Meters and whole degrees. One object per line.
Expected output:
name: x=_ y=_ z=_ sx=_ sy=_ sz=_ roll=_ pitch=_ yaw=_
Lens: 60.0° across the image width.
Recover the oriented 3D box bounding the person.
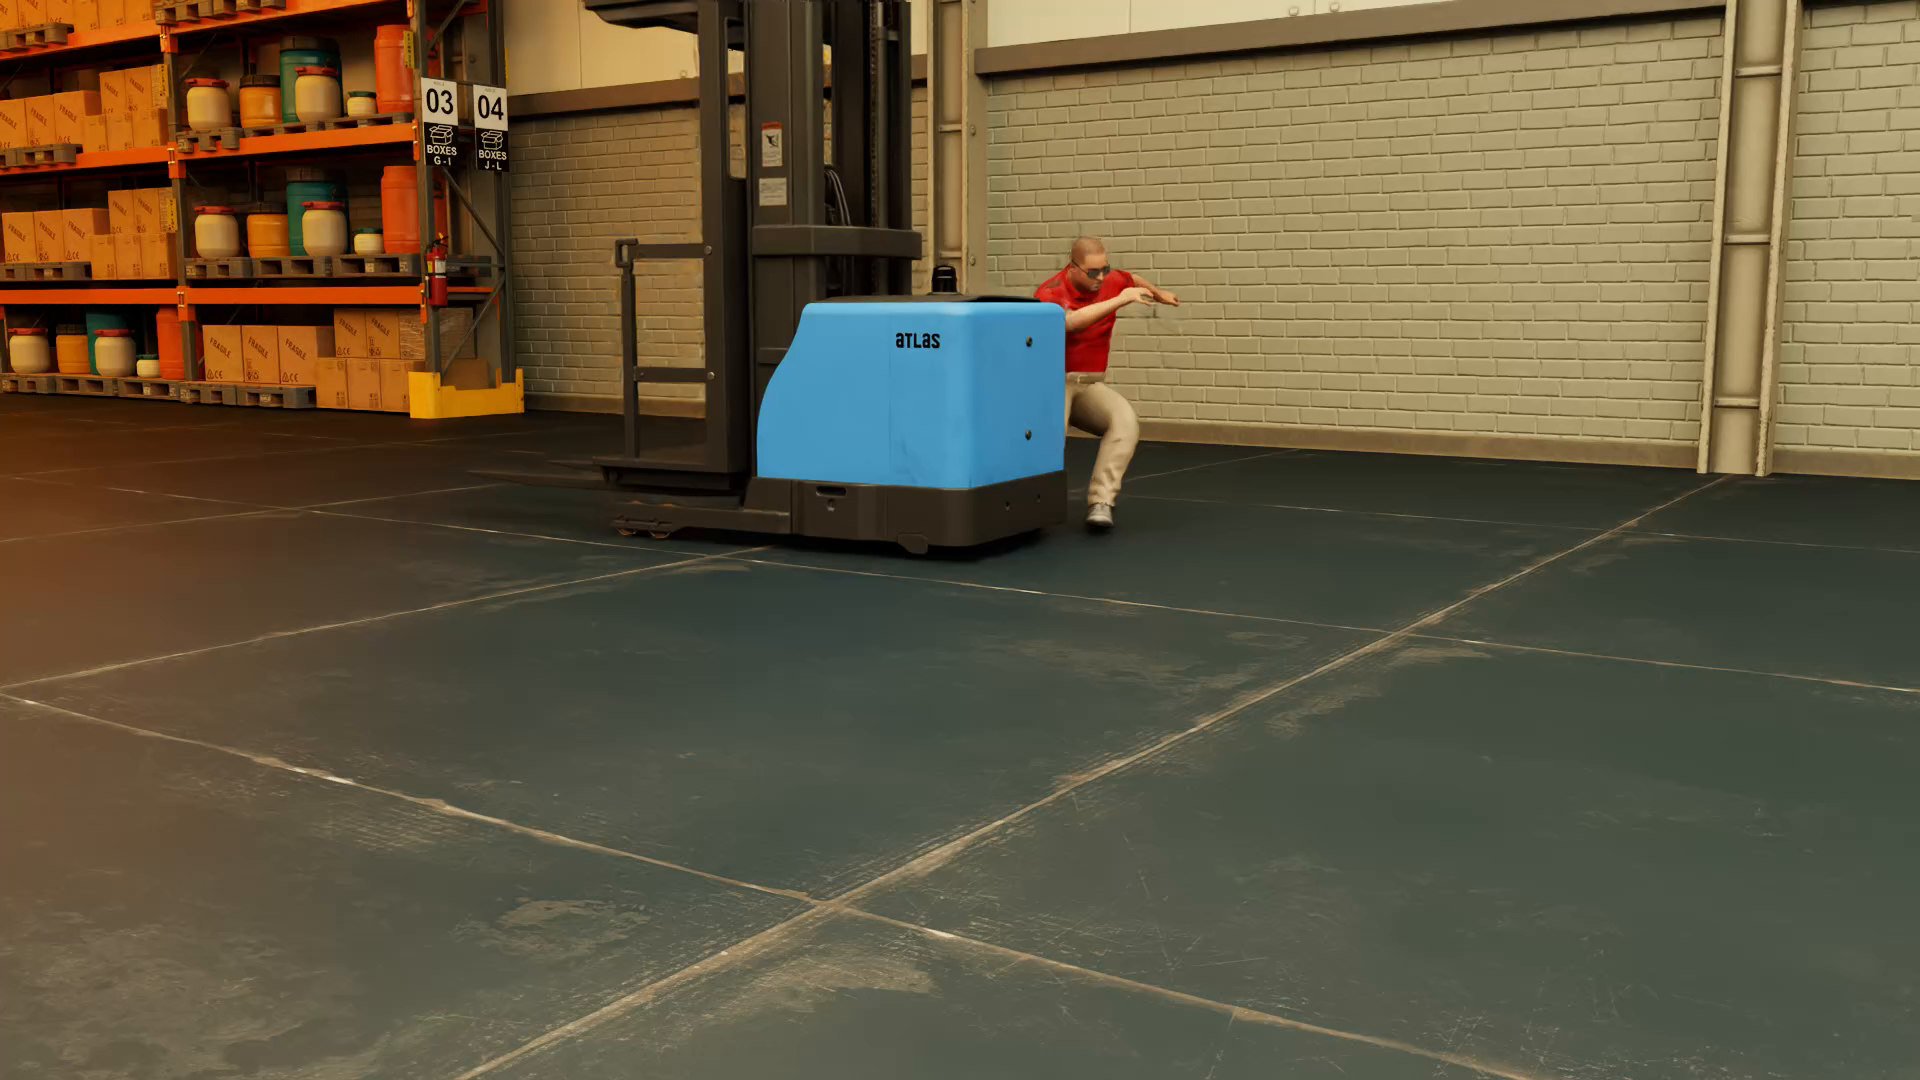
person: x=0.749 y=-0.747 z=8.158 sx=1.315 sy=1.409 sz=0.840 roll=-4 pitch=9 yaw=-28

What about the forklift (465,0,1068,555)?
forklift: x=-1.042 y=-1.515 z=7.845 sx=3.031 sy=2.935 sz=1.130 roll=5 pitch=9 yaw=29
